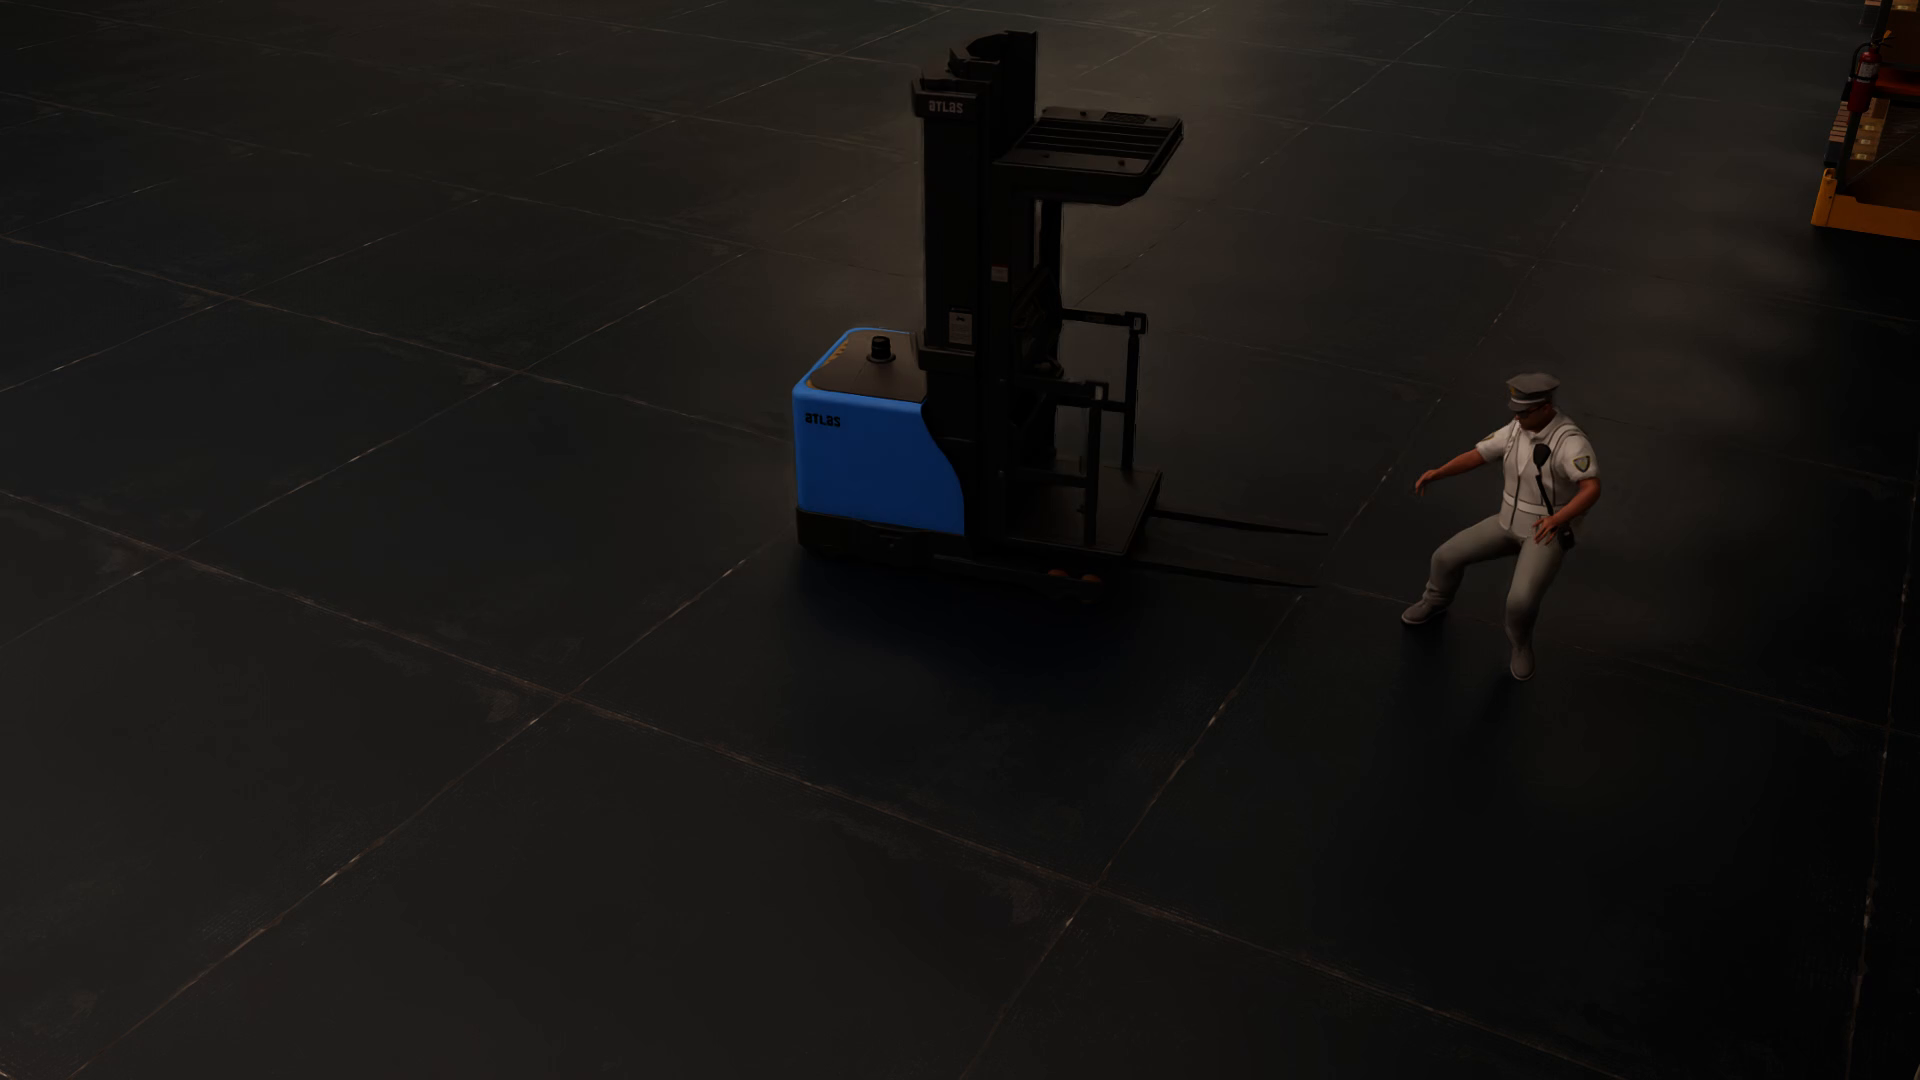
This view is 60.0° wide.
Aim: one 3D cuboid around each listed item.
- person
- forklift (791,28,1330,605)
[{"bbox_3d":[2.815,-0.080,8.586,0.790,1.549,0.945,-13,32,-21],"label":"person"},{"bbox_3d":[0.609,-1.203,9.155,3.031,2.935,1.130,9,31,15],"label":"forklift"}]
